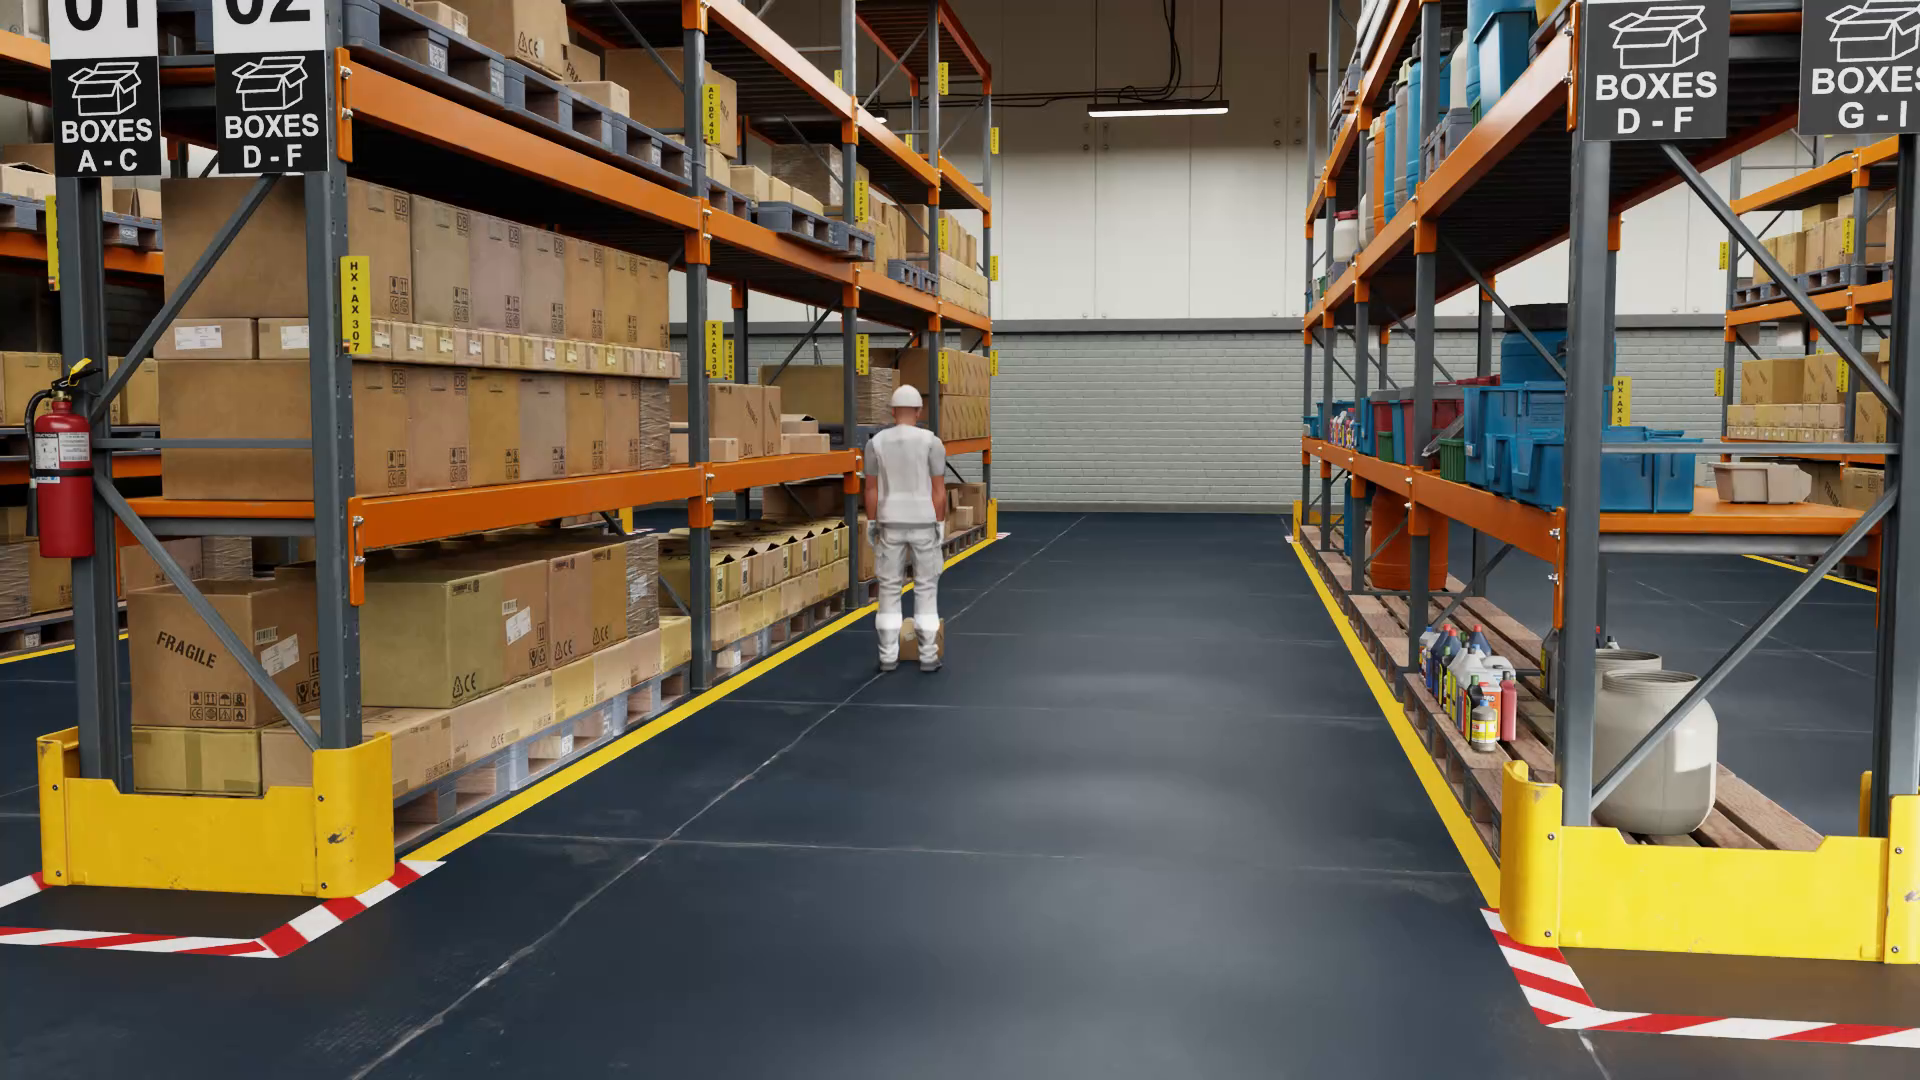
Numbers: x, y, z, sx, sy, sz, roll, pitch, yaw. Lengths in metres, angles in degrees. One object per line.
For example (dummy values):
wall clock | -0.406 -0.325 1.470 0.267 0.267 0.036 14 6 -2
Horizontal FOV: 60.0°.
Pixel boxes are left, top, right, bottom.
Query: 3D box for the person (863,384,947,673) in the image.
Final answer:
person | -0.336 -0.077 10.419 0.525 1.787 0.339 1 4 10
